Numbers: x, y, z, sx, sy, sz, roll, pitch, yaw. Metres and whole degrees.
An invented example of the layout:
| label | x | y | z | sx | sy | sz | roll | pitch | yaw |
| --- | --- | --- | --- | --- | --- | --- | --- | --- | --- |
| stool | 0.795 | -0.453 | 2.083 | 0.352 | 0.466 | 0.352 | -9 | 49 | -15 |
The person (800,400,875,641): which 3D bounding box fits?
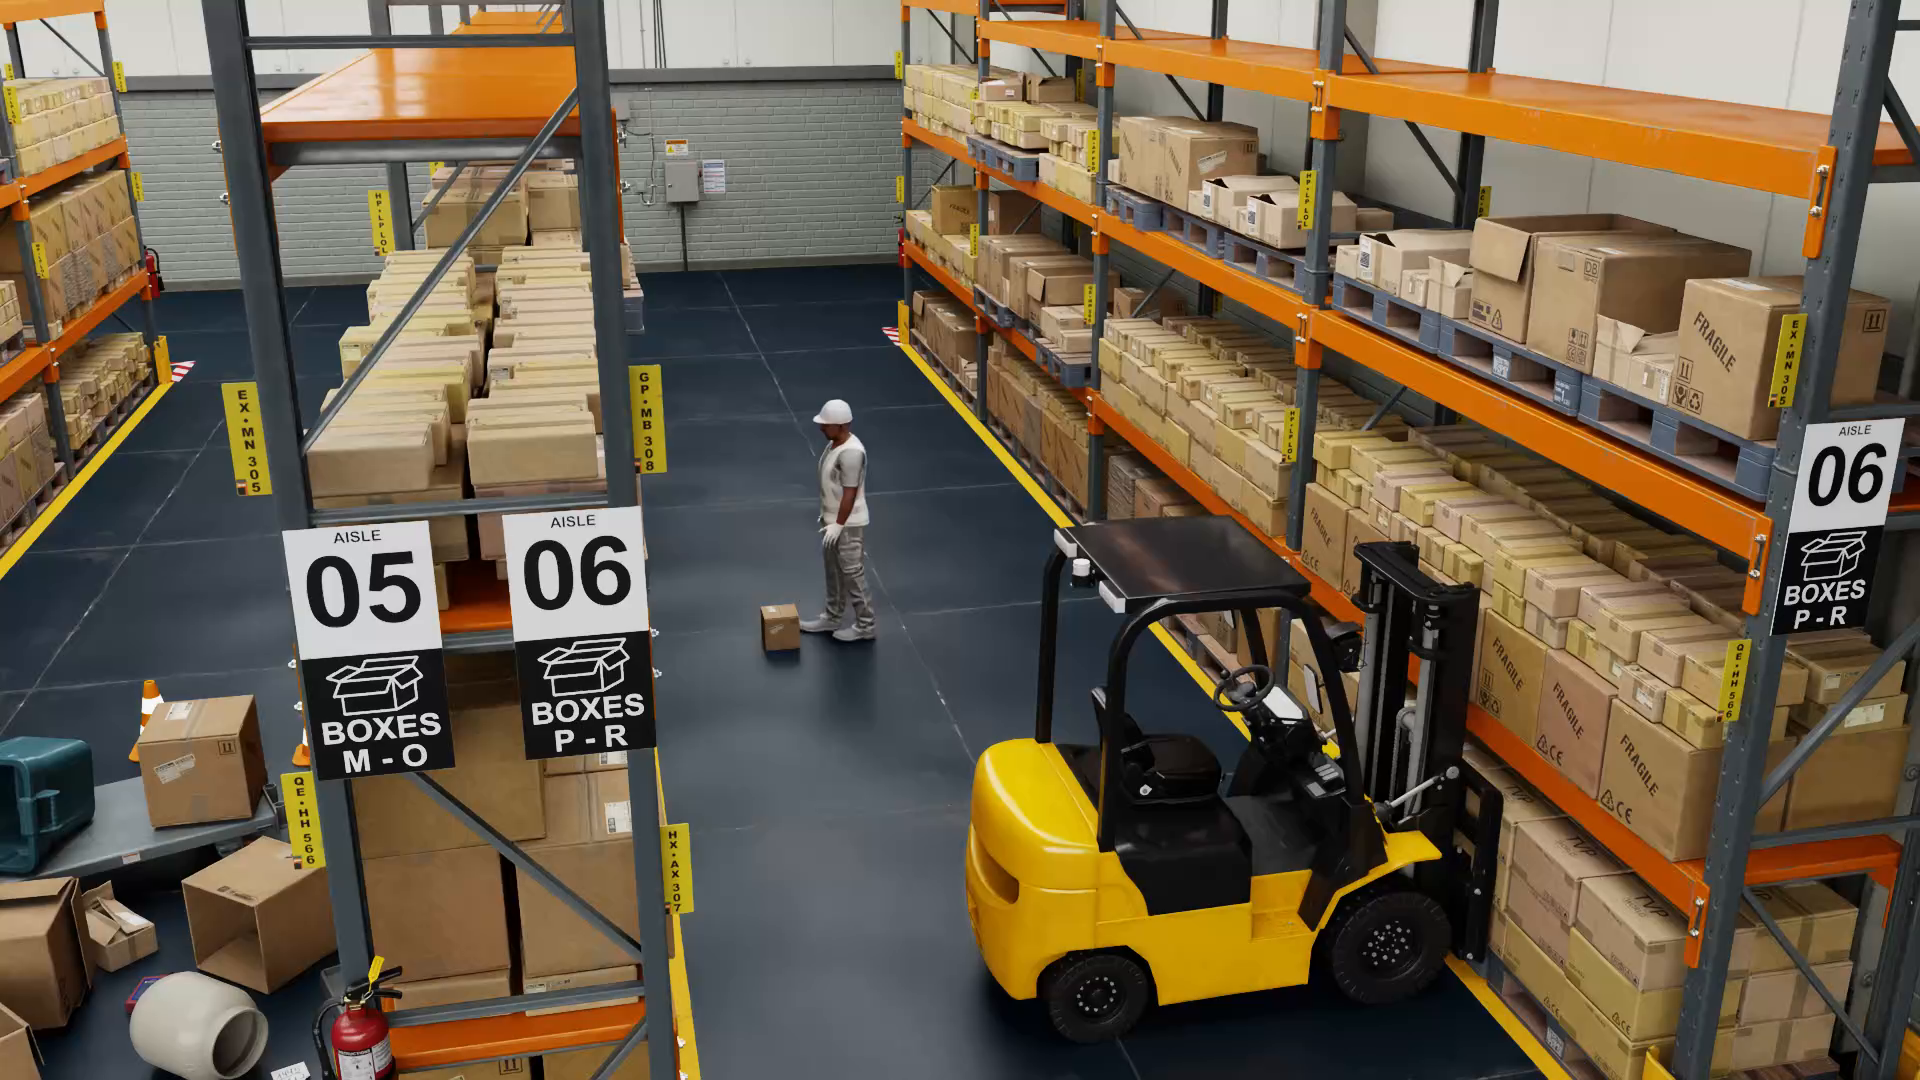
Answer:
| label | x | y | z | sx | sy | sz | roll | pitch | yaw |
| --- | --- | --- | --- | --- | --- | --- | --- | --- | --- |
| person | -0.895 | -0.136 | 11.898 | 0.514 | 1.785 | 0.568 | -4 | 20 | -13 |
